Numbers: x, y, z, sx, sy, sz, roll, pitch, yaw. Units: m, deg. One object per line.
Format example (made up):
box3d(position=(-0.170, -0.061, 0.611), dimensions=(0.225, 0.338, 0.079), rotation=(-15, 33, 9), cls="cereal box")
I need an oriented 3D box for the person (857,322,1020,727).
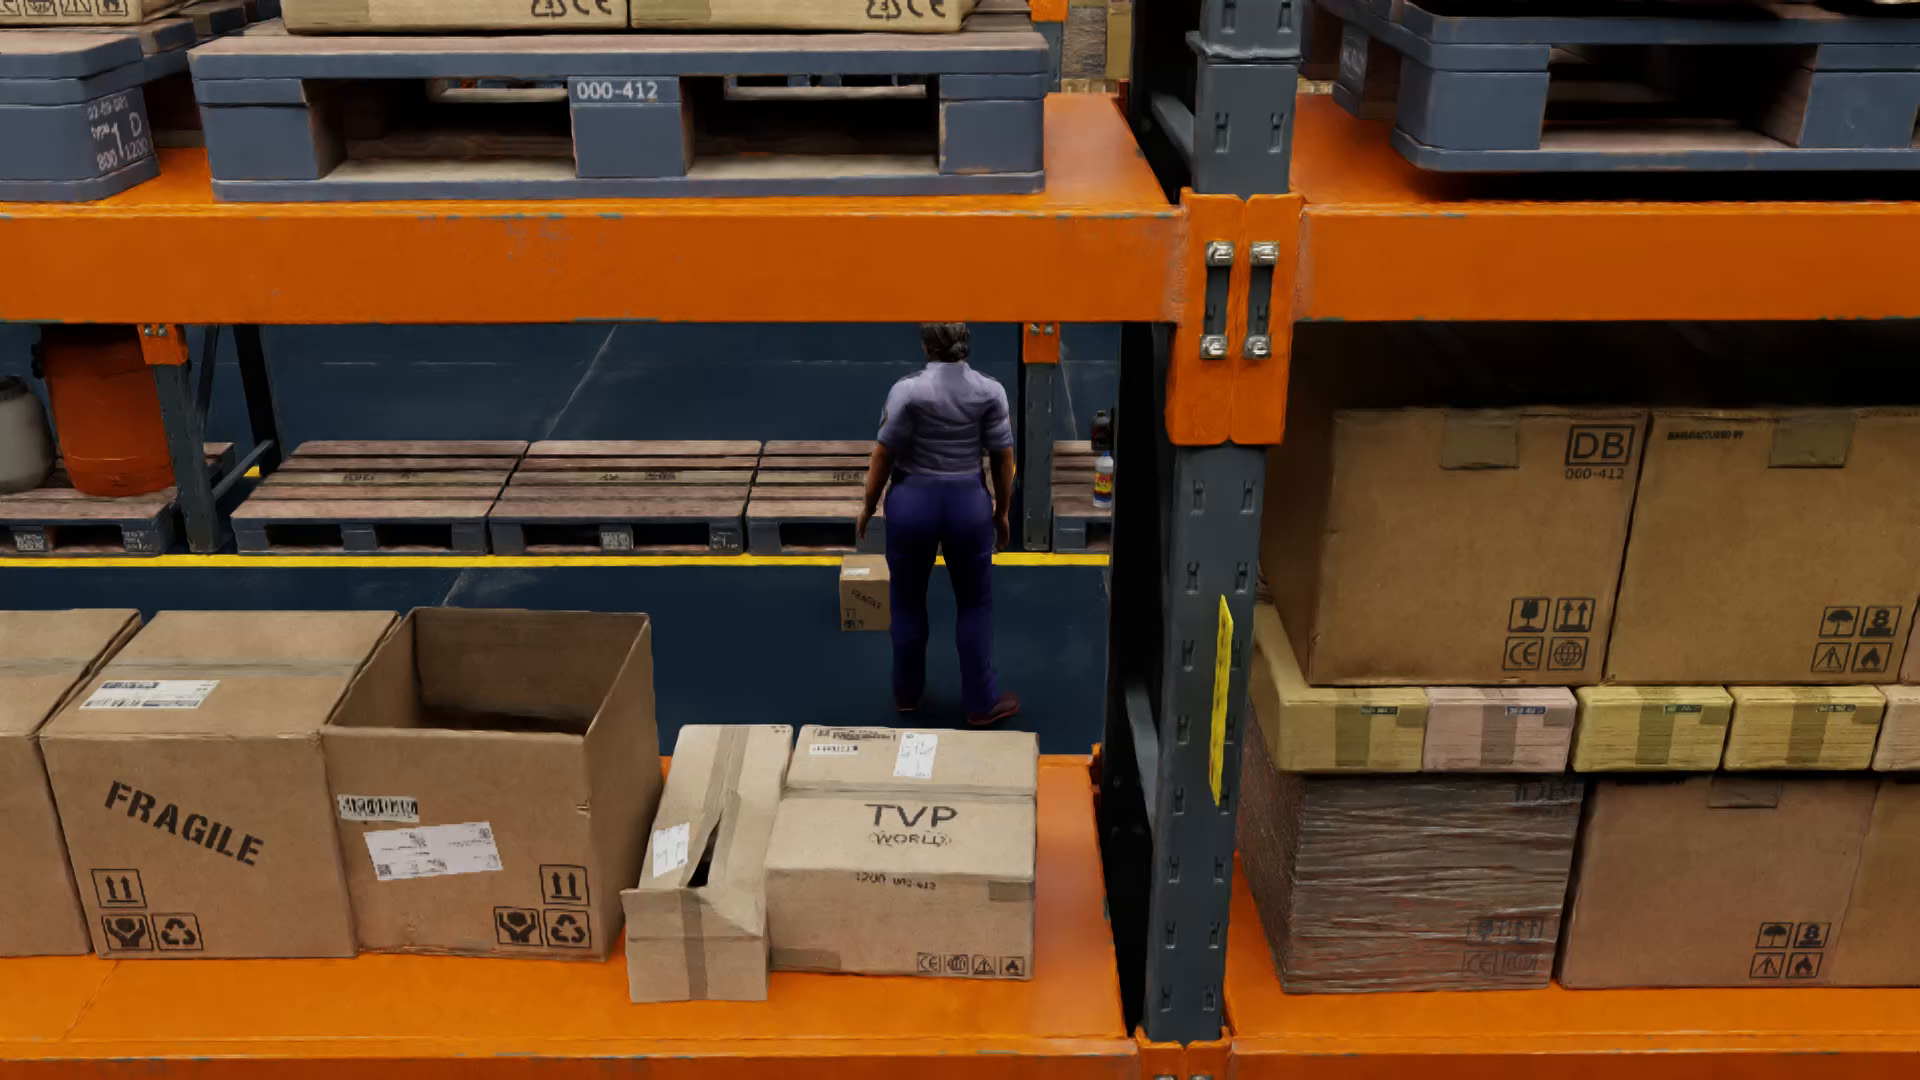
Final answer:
box3d(position=(-0.074, -0.082, 6.280), dimensions=(0.626, 1.642, 0.433), rotation=(-3, 24, -7), cls="person")
